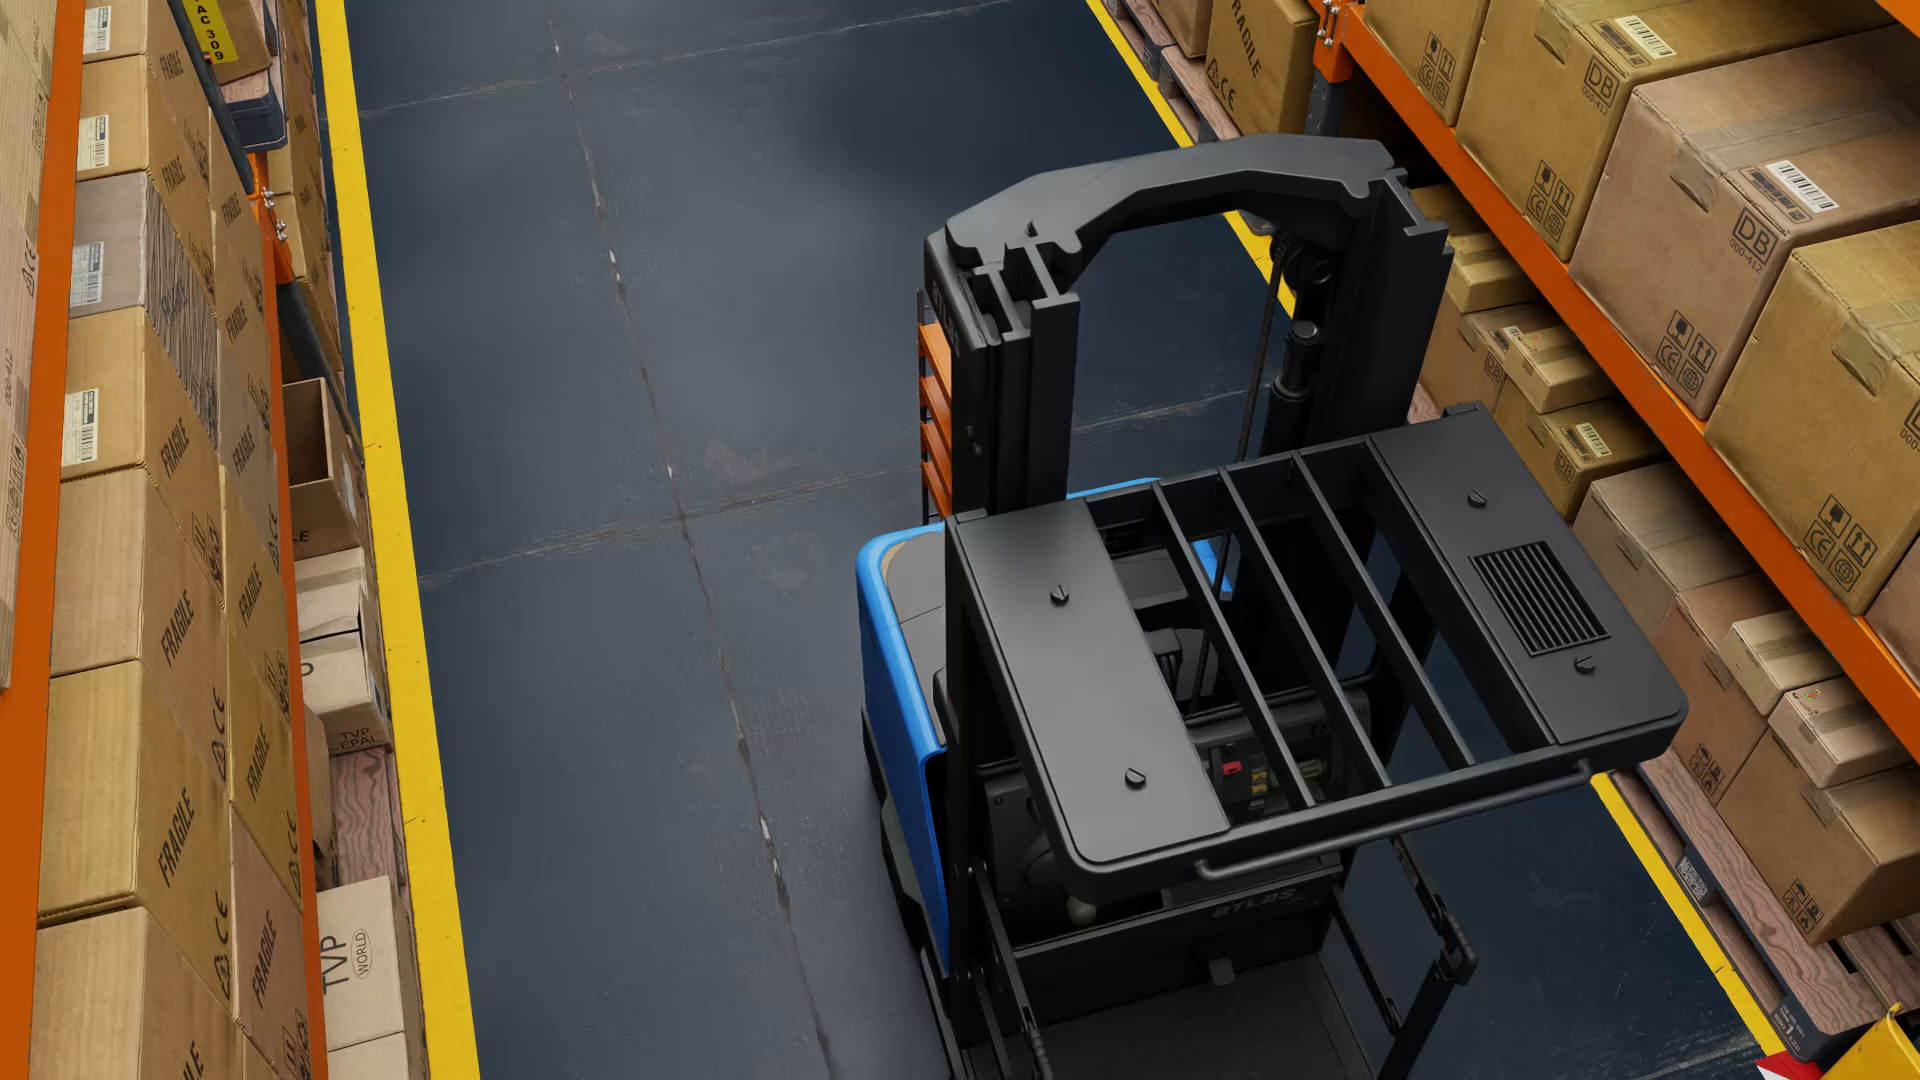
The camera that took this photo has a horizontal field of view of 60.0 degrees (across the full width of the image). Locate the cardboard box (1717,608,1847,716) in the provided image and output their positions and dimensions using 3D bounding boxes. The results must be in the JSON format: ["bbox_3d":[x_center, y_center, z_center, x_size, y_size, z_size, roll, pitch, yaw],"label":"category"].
[{"bbox_3d":[2.502,0.343,4.935,0.380,0.149,0.250,-12,51,-10],"label":"cardboard box"}]

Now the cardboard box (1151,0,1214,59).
[{"bbox_3d":[1.328,-2.848,7.821,0.750,0.750,0.750,-12,51,-10],"label":"cardboard box"}]

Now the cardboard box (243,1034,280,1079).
[{"bbox_3d":[-1.517,1.316,3.113,0.500,0.500,0.500,-12,51,-10],"label":"cardboard box"}]

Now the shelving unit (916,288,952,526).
[{"bbox_3d":[0.049,-0.266,5.689,0.258,1.200,0.503,-13,51,-11],"label":"shelving unit"}]

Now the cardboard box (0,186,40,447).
[{"bbox_3d":[-1.832,-0.352,2.721,0.500,0.250,0.500,-13,51,-11],"label":"cardboard box"}]

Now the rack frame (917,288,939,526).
[{"bbox_3d":[-0.023,-0.444,5.840,0.240,1.200,0.015,-13,51,-11],"label":"rack frame"}]

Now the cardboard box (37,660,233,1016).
[{"bbox_3d":[-1.679,0.614,3.051,0.500,0.500,0.500,-13,51,-11],"label":"cardboard box"}]

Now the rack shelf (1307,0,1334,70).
[{"bbox_3d":[1.319,-3.541,7.744,1.077,0.370,4.000,-13,51,-11],"label":"rack shelf"}]

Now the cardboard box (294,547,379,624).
[{"bbox_3d":[-2.213,0.200,5.696,0.380,0.149,0.250,-13,51,-11],"label":"cardboard box"}]

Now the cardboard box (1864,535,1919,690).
[{"bbox_3d":[2.933,0.143,3.972,0.980,0.700,0.700,-11,51,-9],"label":"cardboard box"}]

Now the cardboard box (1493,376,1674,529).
[{"bbox_3d":[2.329,-0.329,5.926,0.700,0.500,0.500,-12,51,-10],"label":"cardboard box"}]

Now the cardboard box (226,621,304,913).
[{"bbox_3d":[-1.820,0.573,3.739,0.500,0.500,0.500,-13,51,-11],"label":"cardboard box"}]

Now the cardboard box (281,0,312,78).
[{"bbox_3d":[-3.350,-2.439,7.691,0.500,0.500,0.500,-15,51,-12],"label":"cardboard box"}]

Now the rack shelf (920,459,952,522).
[{"bbox_3d":[0.049,-0.094,5.893,0.258,0.148,0.480,-13,51,-11],"label":"rack shelf"}]

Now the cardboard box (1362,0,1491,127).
[{"bbox_3d":[2.055,-2.009,5.785,0.980,0.700,0.700,-13,51,-10],"label":"cardboard box"}]

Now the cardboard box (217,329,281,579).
[{"bbox_3d":[-2.120,-0.163,4.361,0.500,0.500,0.500,-12,51,-10],"label":"cardboard box"}]

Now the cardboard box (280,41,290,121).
[{"bbox_3d":[-3.027,-1.906,6.751,0.500,0.250,0.500,-13,51,-11],"label":"cardboard box"}]

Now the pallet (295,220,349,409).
[{"bbox_3d":[-3.097,-0.876,6.850,1.003,0.211,1.213,-13,51,-11],"label":"pallet"}]

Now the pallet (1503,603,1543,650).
[{"bbox_3d":[2.425,0.053,6.068,1.003,0.211,1.213,-13,51,-11],"label":"pallet"}]

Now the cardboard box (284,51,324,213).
[{"bbox_3d":[-3.040,-1.687,7.058,0.500,0.500,0.500,-13,51,-11],"label":"cardboard box"}]

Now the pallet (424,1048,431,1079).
[{"bbox_3d":[-1.897,1.994,4.431,1.003,0.211,1.213,-13,51,-11],"label":"pallet"}]

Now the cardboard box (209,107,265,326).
[{"bbox_3d":[-2.428,-0.914,4.994,0.500,0.500,0.500,-13,51,-10],"label":"cardboard box"}]

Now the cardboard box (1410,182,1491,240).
[{"bbox_3d":[2.034,-1.072,6.552,0.700,0.500,0.500,-13,51,-11],"label":"cardboard box"}]

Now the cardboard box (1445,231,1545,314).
[{"bbox_3d":[1.961,-0.990,6.059,0.380,0.149,0.250,-12,51,-10],"label":"cardboard box"}]

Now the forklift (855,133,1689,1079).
[{"bbox_3d":[0.577,0.729,3.718,1.130,2.935,3.031,-12,51,-10],"label":"forklift"}]

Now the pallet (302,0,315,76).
[{"bbox_3d":[-3.819,-2.658,8.353,1.003,0.211,1.213,-13,51,-11],"label":"pallet"}]

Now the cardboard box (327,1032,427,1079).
[{"bbox_3d":[-1.675,1.650,4.408,0.500,0.250,0.500,-13,51,-11],"label":"cardboard box"}]

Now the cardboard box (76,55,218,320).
[{"bbox_3d":[-2.270,-0.859,4.293,0.500,0.500,0.500,-14,51,-12],"label":"cardboard box"}]

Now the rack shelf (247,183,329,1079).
[{"bbox_3d":[-2.229,0.503,4.334,1.077,0.370,4.000,-13,51,-11],"label":"rack shelf"}]

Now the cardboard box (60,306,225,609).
[{"bbox_3d":[-1.973,-0.123,3.673,0.500,0.500,0.500,-14,51,-11],"label":"cardboard box"}]

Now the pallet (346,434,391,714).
[{"bbox_3d":[-2.618,0.211,5.934,1.003,0.211,1.213,-13,51,-11],"label":"pallet"}]

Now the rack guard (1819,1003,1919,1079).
[{"bbox_3d":[3.100,1.433,4.715,1.175,0.500,0.348,-13,51,-11],"label":"rack guard"}]

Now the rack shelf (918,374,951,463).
[{"bbox_3d":[0.049,-0.367,5.570,0.258,0.148,0.480,-13,51,-11],"label":"rack shelf"}]

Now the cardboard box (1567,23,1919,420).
[{"bbox_3d":[2.490,-0.945,4.889,0.980,0.700,0.700,-16,52,-13],"label":"cardboard box"}]

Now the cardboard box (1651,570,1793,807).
[{"bbox_3d":[2.643,0.426,5.289,0.700,0.500,0.500,-13,51,-11],"label":"cardboard box"}]

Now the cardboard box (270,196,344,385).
[{"bbox_3d":[-2.731,-0.934,6.422,0.500,0.500,0.500,-15,52,-13],"label":"cardboard box"}]

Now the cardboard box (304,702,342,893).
[{"bbox_3d":[-2.260,0.845,4.921,0.797,0.503,0.637,-13,51,-11],"label":"cardboard box"}]

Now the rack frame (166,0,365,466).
[{"bbox_3d":[-2.821,-1.189,5.291,1.000,3.000,0.127,-13,51,-11],"label":"rack frame"}]

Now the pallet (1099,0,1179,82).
[{"bbox_3d":[1.246,-2.852,8.517,1.003,0.211,1.213,-13,51,-11],"label":"pallet"}]

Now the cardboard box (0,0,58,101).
[{"bbox_3d":[-2.129,-1.082,3.336,0.500,0.250,0.500,-13,51,-11],"label":"cardboard box"}]
